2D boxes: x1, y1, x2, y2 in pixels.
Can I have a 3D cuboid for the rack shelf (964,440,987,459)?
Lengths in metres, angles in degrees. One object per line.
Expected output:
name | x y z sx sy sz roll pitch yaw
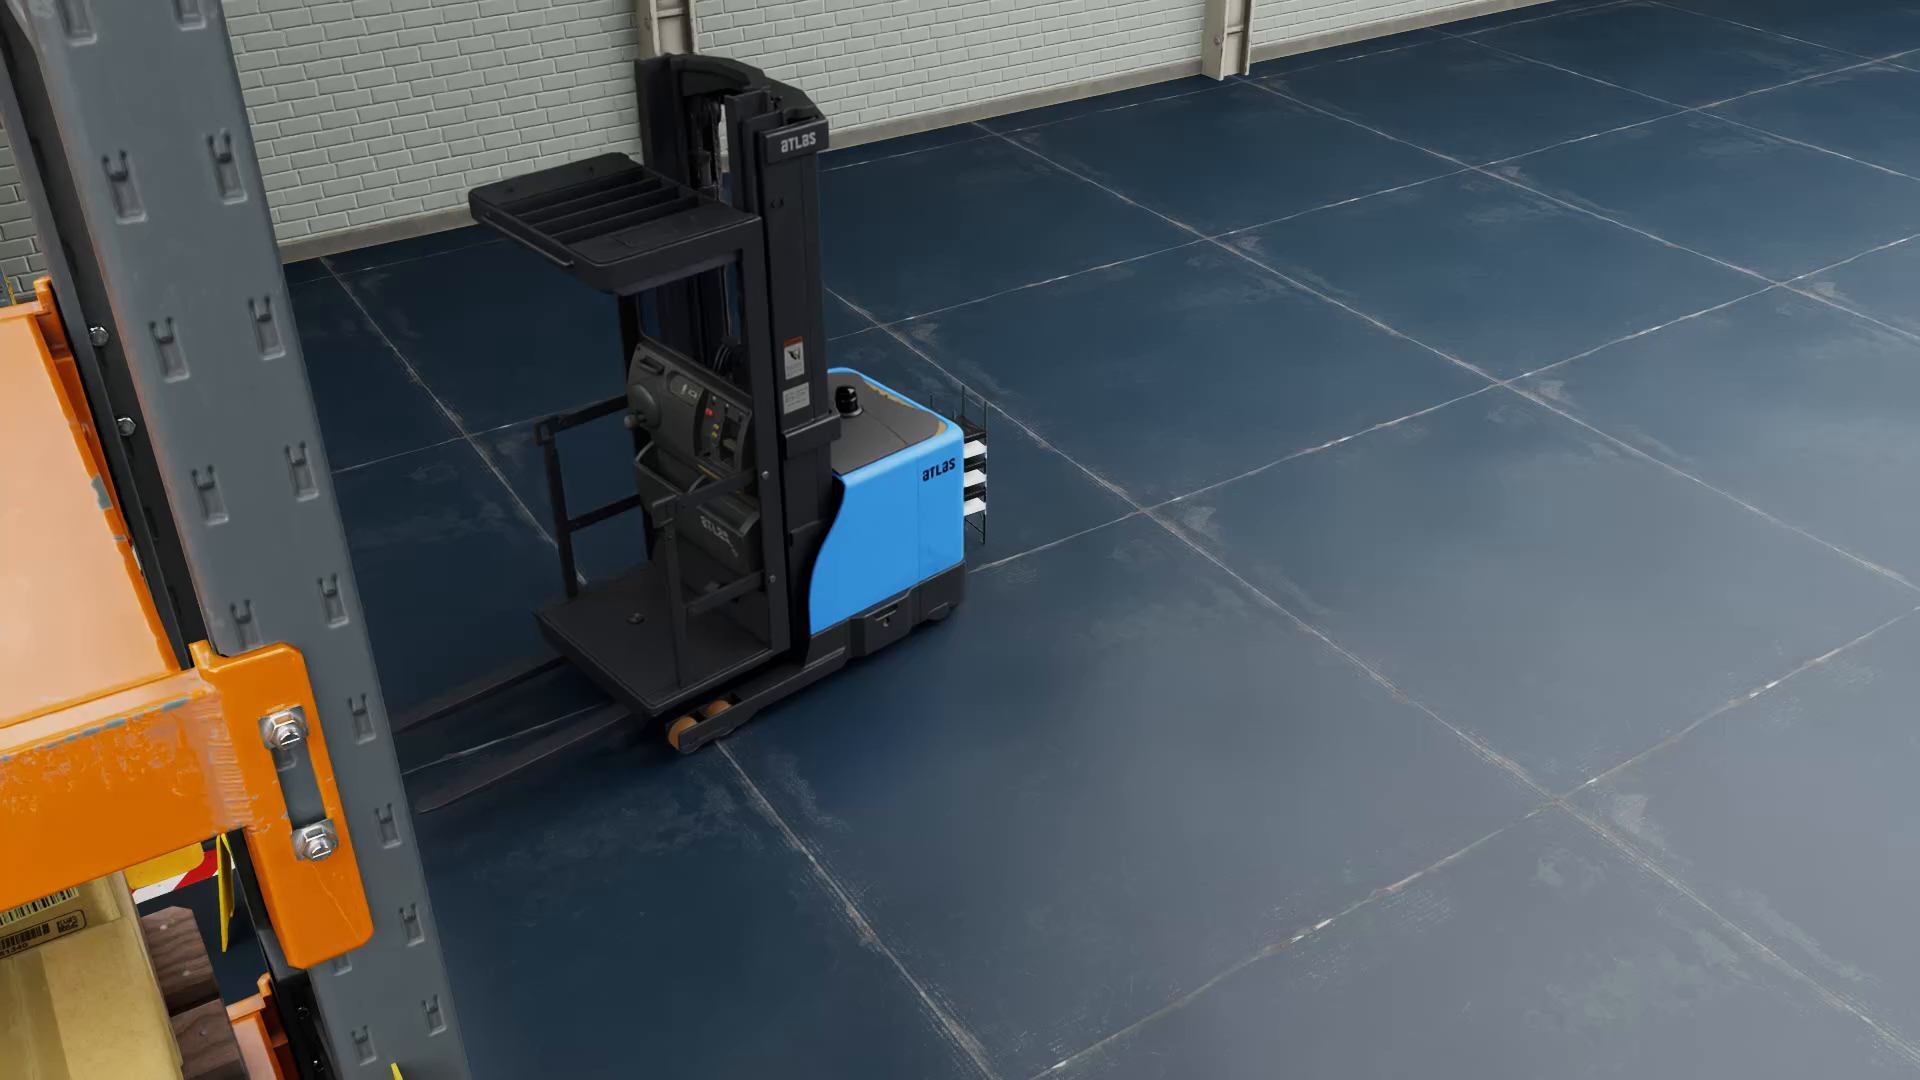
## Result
rack shelf | -0.007 -0.502 9.050 0.200 0.077 0.258 -19 37 -27

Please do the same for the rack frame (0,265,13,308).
rack frame | -3.637 -0.107 6.729 0.127 3.000 1.000 -19 37 -27

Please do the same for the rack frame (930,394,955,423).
rack frame | -0.092 -0.349 9.081 0.006 0.900 0.240 -19 37 -27

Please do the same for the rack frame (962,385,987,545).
rack frame | 0.079 -0.408 9.174 0.006 0.900 0.240 -19 37 -27

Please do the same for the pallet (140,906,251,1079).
pallet | -1.488 1.072 2.133 1.213 0.211 1.003 -19 37 -27

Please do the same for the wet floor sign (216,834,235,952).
wet floor sign | -2.898 1.314 6.684 0.232 0.644 0.267 -7 33 -11

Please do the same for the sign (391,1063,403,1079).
sign | -0.588 0.721 1.849 0.005 0.325 0.100 -19 37 -27

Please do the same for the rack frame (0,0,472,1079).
rack frame | -0.870 -0.454 1.656 0.127 3.000 1.000 -19 37 -27

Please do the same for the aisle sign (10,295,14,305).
aisle sign | -3.428 -1.094 5.858 0.004 0.787 0.394 -19 37 -27

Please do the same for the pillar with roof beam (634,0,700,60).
pillar with roof beam | -0.028 -4.876 8.666 0.400 9.000 9.100 -19 37 -27

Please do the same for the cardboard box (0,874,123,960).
cardboard box | -1.415 0.557 2.240 0.500 0.250 0.500 -19 37 -27

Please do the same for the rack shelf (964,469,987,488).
rack shelf | -0.007 -0.350 9.146 0.200 0.077 0.258 -19 37 -27

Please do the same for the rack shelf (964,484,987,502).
rack shelf | -0.007 -0.274 9.194 0.200 0.077 0.258 -19 37 -27

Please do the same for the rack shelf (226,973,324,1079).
rack shelf | -2.551 1.698 1.732 4.000 0.370 1.077 -19 37 -27

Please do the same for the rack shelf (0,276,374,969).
rack shelf | -2.551 0.598 1.038 4.000 0.370 1.077 -19 37 -27

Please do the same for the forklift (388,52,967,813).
forklift | -1.399 -0.556 7.506 3.031 2.935 1.130 -26 40 -34

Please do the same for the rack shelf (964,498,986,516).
rack shelf | -0.007 -0.198 9.242 0.200 0.077 0.258 -19 37 -27

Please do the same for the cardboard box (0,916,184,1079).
cardboard box | -0.970 0.614 1.776 0.250 0.149 0.380 -19 37 -27

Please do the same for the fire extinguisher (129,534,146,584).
fire extinguisher | -3.291 0.100 6.475 0.183 0.674 0.296 -19 37 -27

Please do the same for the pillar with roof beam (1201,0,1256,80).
pillar with roof beam | 5.015 -6.610 11.416 0.400 9.000 9.100 -19 37 -27

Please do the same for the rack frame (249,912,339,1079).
rack frame | -0.870 2.084 3.257 0.127 3.000 1.000 -19 37 -27

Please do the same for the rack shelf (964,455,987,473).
rack shelf | -0.007 -0.426 9.098 0.200 0.077 0.258 -19 37 -27

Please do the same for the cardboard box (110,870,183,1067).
cardboard box | -1.332 0.657 2.456 0.250 0.149 0.380 -19 37 -27

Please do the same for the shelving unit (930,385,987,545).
shelving unit | -0.007 -0.378 9.128 0.210 0.900 0.258 -19 37 -27

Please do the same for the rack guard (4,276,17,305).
rack guard | -6.310 -1.281 10.934 0.348 0.500 1.175 -19 37 -27

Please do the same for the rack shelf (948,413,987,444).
rack shelf | -0.007 -0.578 9.002 0.200 0.077 0.258 -19 37 -27

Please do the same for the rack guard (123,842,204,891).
rack guard | -3.701 0.972 7.361 0.348 0.500 1.175 -19 37 -27
